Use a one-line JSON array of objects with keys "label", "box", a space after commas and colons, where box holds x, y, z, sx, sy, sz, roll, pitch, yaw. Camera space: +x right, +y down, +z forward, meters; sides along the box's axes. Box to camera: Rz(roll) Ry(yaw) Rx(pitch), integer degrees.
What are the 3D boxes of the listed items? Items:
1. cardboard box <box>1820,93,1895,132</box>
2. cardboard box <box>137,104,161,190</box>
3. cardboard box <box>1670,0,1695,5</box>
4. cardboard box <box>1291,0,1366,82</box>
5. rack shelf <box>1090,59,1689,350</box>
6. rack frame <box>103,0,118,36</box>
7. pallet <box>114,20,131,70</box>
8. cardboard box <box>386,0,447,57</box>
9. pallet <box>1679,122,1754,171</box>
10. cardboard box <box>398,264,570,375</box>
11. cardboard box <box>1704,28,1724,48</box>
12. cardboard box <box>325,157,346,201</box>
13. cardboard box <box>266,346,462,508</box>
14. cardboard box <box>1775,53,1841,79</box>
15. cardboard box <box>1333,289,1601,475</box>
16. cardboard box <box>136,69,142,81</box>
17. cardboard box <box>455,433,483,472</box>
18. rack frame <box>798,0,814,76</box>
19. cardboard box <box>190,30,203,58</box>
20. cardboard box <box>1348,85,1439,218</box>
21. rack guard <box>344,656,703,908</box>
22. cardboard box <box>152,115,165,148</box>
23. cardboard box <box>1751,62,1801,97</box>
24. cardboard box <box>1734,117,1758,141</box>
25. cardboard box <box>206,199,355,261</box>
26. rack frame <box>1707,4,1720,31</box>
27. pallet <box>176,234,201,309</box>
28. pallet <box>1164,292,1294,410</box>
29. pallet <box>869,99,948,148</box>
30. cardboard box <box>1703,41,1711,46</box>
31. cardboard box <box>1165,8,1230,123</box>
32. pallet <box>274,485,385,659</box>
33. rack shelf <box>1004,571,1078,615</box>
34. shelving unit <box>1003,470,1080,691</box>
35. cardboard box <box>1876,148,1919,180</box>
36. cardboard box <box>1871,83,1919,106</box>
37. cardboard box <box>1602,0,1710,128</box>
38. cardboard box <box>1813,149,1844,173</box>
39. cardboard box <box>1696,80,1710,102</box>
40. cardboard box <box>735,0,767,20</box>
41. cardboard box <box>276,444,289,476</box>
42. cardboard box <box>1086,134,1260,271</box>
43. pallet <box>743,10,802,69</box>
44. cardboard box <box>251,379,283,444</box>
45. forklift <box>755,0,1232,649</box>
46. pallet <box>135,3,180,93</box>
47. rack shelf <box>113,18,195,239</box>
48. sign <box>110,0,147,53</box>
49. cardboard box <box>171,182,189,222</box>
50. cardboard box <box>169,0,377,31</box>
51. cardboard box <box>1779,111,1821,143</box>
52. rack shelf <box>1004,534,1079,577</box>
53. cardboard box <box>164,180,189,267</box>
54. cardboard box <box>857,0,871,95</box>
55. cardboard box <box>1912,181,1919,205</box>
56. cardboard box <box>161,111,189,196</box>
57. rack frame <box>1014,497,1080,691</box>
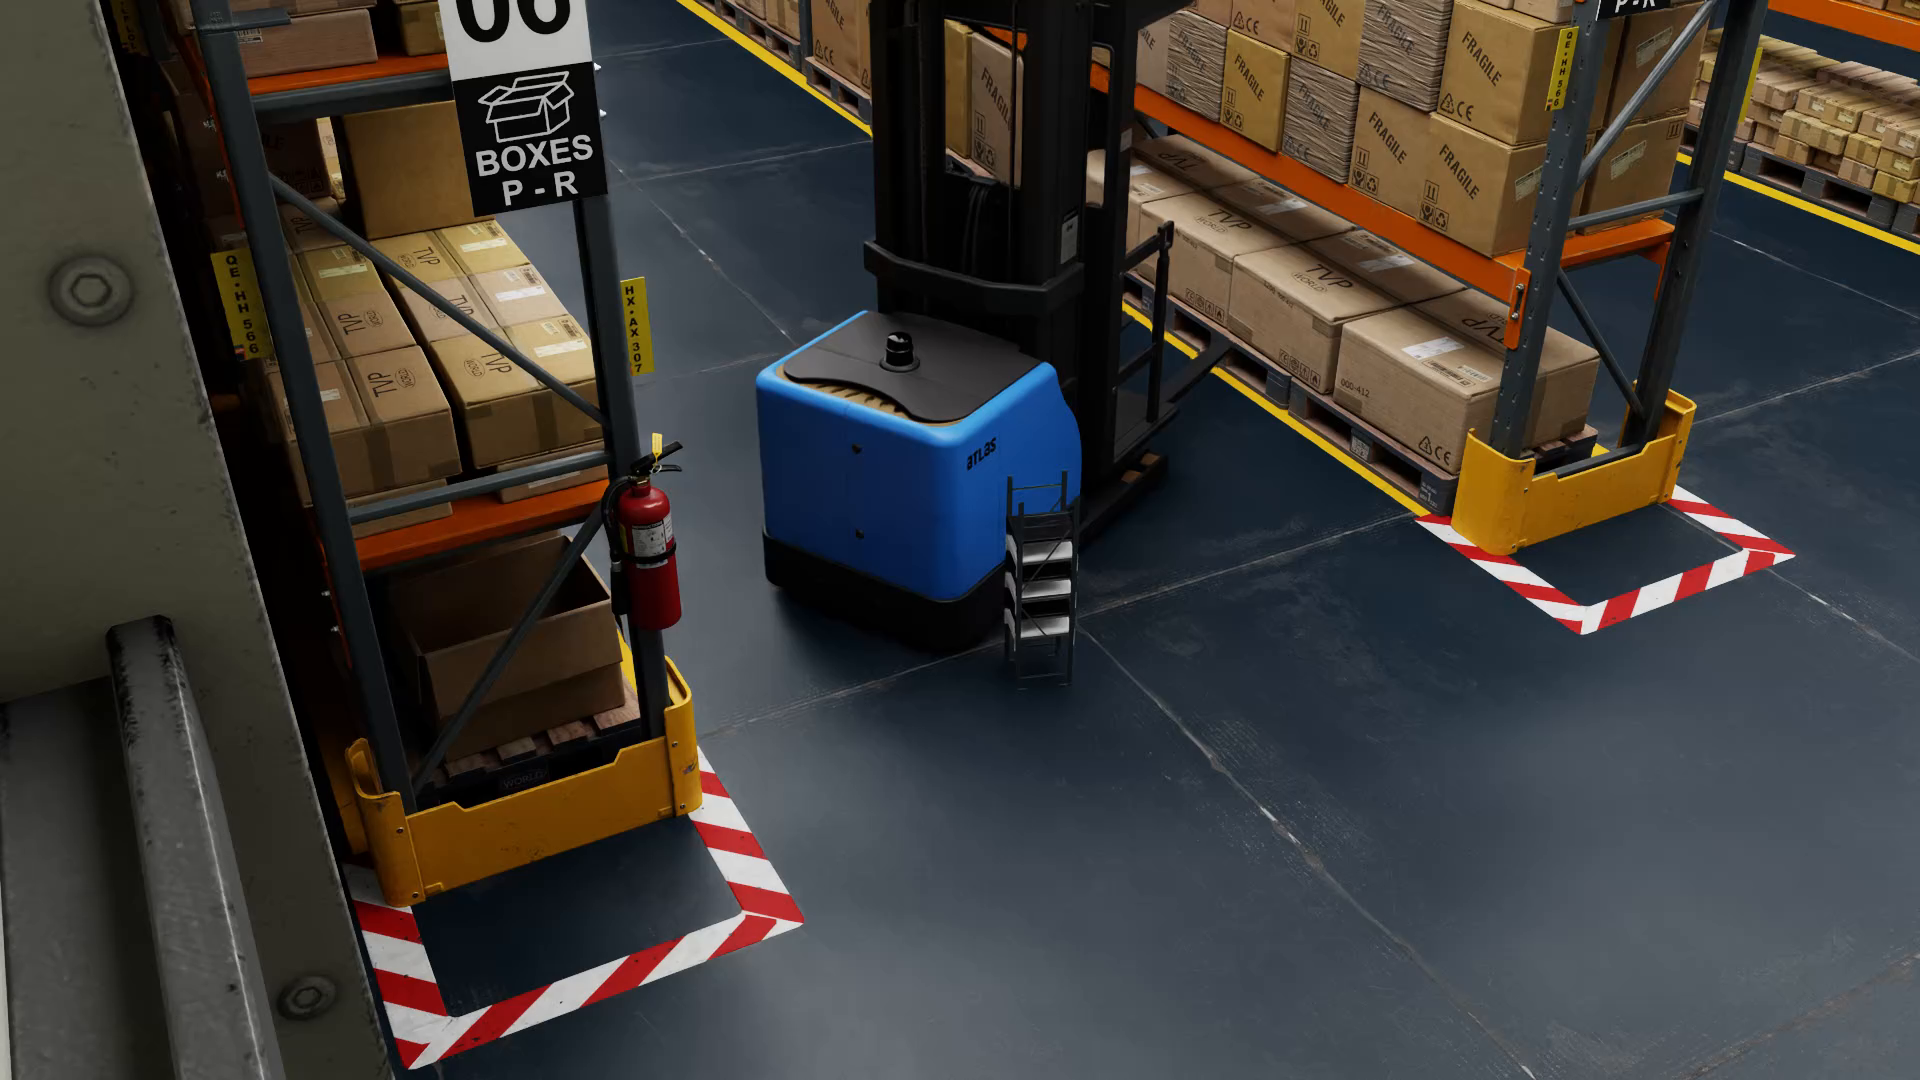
[{"label": "cardboard box", "box": [6.036, -2.876, 11.181, 0.380, 0.149, 0.250, -16, 36, -23]}, {"label": "cardboard box", "box": [-5.074, -2.597, 10.971, 0.500, 0.500, 0.500, -16, 36, -23]}, {"label": "cardboard box", "box": [2.965, -2.391, 7.101, 0.380, 0.149, 0.250, -15, 36, -22]}, {"label": "cardboard box", "box": [1.953, -2.528, 7.916, 0.500, 0.500, 0.500, -16, 36, -23]}, {"label": "rack shelf", "box": [1.953, -2.068, 8.883, 1.077, 0.370, 4.000, -16, 36, -23]}, {"label": "rack frame", "box": [-7.099, -5.893, 14.187, 1.000, 3.000, 0.127, -16, 36, -23]}, {"label": "pallet", "box": [-6.721, -4.377, 14.405, 1.003, 0.211, 1.213, -16, 36, -23]}, {"label": "cardboard box", "box": [-1.447, -1.534, 4.835, 0.380, 0.149, 0.250, -15, 36, -22]}, {"label": "pallet", "box": [5.697, -3.132, 12.463, 1.003, 0.211, 1.213, -16, 36, -23]}, {"label": "cardboard box", "box": [-1.712, -0.753, 6.027, 0.500, 0.250, 0.500, -15, 36, -23]}, {"label": "cardboard box", "box": [5.749, -3.741, 12.530, 0.380, 0.149, 0.250, -15, 36, -22]}, {"label": "cardboard box", "box": [-2.448, -1.478, 7.160, 0.500, 0.250, 0.500, -16, 36, -23]}, {"label": "cardboard box", "box": [-1.953, -0.381, 5.447, 0.500, 0.250, 0.500, -15, 36, -22]}, {"label": "cardboard box", "box": [6.077, -3.368, 11.949, 0.380, 0.149, 0.250, -15, 35, -22]}, {"label": "cardboard box", "box": [2.489, -0.804, 8.230, 0.875, 0.438, 0.875, -17, 36, -25]}, {"label": "cardboard box", "box": [-5.266, -3.054, 11.082, 0.380, 0.149, 0.250, -14, 35, -21]}, {"label": "cardboard box", "box": [-1.574, -0.396, 5.840, 0.380, 0.149, 0.250, -15, 36, -22]}, {"label": "rack frame", "box": [-0.844, -5.234, 13.158, 1.000, 3.000, 0.127, -16, 36, -23]}, {"label": "cardboard box", "box": [-2.035, -1.528, 4.827, 0.380, 0.149, 0.250, -15, 36, -22]}, {"label": "cardboard box", "box": [2.206, -1.865, 7.808, 0.500, 0.500, 0.500, -17, 36, -24]}, {"label": "rack guard", "box": [-1.539, 0.850, 5.979, 1.175, 0.500, 0.348, -16, 36, -23]}, {"label": "cardboard box", "box": [-4.770, -2.556, 10.306, 0.380, 0.149, 0.250, -17, 36, -24]}, {"label": "cardboard box", "box": [5.709, -3.255, 11.772, 0.380, 0.149, 0.250, -17, 36, -24]}, {"label": "cardboard box", "box": [5.687, -2.999, 11.924, 0.380, 0.149, 0.250, -17, 36, -24]}, {"label": "cardboard box", "box": [-2.663, -1.114, 6.591, 0.500, 0.250, 0.500, -16, 36, -23]}, {"label": "rack frame", "box": [5.353, -4.618, 12.198, 1.000, 3.000, 0.127, -16, 36, -23]}, {"label": "pallet", "box": [-4.354, -1.862, 10.481, 1.003, 0.211, 1.213, -16, 36, -23]}, {"label": "pallet", "box": [1.879, -1.185, 9.424, 1.003, 0.211, 1.213, -16, 36, -23]}, {"label": "pallet", "box": [0.021, -3.083, 12.386, 1.003, 0.211, 1.213, -16, 36, -23]}, {"label": "cardboard box", "box": [5.330, -3.629, 12.355, 0.380, 0.149, 0.250, -14, 35, -21]}, {"label": "cardboard box", "box": [1.465, -2.597, 8.950, 0.500, 0.500, 0.500, -16, 36, -23]}, {"label": "pallet", "box": [-2.477, 0.010, 7.558, 1.003, 0.211, 1.213, -16, 36, -23]}, {"label": "rack shelf", "box": [0.322, 0.200, 6.685, 0.258, 0.077, 0.200, -6, 33, -9]}, {"label": "shelving unit", "box": [0.322, 0.172, 6.667, 0.258, 0.900, 0.210, -6, 33, -9]}, {"label": "cardboard box", "box": [6.222, -2.483, 10.842, 0.380, 0.149, 0.250, -15, 36, -22]}, {"label": "cardboard box", "box": [6.441, -2.991, 11.359, 0.380, 0.149, 0.250, -16, 36, -23]}, {"label": "cardboard box", "box": [2.914, -2.180, 7.372, 0.500, 0.500, 0.500, -17, 36, -24]}, {"label": "cardboard box", "box": [6.069, -2.625, 11.340, 0.380, 0.149, 0.250, -15, 36, -22]}, {"label": "cardboard box", "box": [5.581, -3.261, 12.057, 0.380, 0.149, 0.250, -16, 36, -23]}, {"label": "cardboard box", "box": [-1.450, -4.927, 14.725, 0.950, 0.372, 0.625, -17, 36, -24]}, {"label": "cardboard box", "box": [-3.068, -0.469, 7.975, 0.380, 0.149, 0.250, -16, 36, -24]}, {"label": "cardboard box", "box": [1.218, -2.096, 10.247, 0.875, 0.438, 0.875, -16, 36, -24]}, {"label": "pallet", "box": [-1.207, -4.433, 14.493, 1.003, 0.211, 1.213, -16, 36, -23]}, {"label": "cardboard box", "box": [-2.328, -0.503, 6.007, 0.380, 0.149, 0.250, -16, 36, -23]}, {"label": "forklift", "box": [0.367, -1.534, 7.447, 1.130, 2.935, 3.031, 20, 38, 28]}, {"label": "pallet", "box": [-4.323, -2.976, 9.812, 1.003, 0.211, 1.213, -16, 36, -23]}, {"label": "rack shelf", "box": [-4.301, -2.726, 9.911, 1.077, 0.370, 4.000, -16, 36, -23]}, {"label": "sign", "box": [-3.858, -2.421, 7.695, 0.100, 0.325, 0.005, -16, 36, -23]}, {"label": "cardboard box", "box": [-4.187, -1.929, 9.326, 0.380, 0.149, 0.250, -18, 37, -25]}, {"label": "cardboard box", "box": [-1.952, -1.635, 4.623, 0.500, 0.250, 0.500, -17, 36, -24]}, {"label": "cardboard box", "box": [5.874, -2.858, 11.428, 0.380, 0.149, 0.250, -16, 36, -23]}, {"label": "rack shelf", "box": [0.322, 0.049, 6.588, 0.258, 0.077, 0.200, -6, 33, -9]}, {"label": "cardboard box", "box": [-4.328, -1.851, 9.806, 0.500, 0.500, 0.500, -18, 37, -25]}, {"label": "cardboard box", "box": [-0.184, -3.739, 12.405, 0.875, 0.875, 0.875, -15, 36, -23]}, {"label": "cardboard box", "box": [6.405, -2.244, 10.745, 0.380, 0.149, 0.250, -15, 36, -23]}, {"label": "cardboard box", "box": [-3.377, -1.833, 7.713, 0.500, 0.250, 0.500, -16, 36, -24]}, {"label": "rack frame", "box": [0.341, 0.226, 6.582, 0.240, 0.900, 0.006, -6, 33, -9]}]
